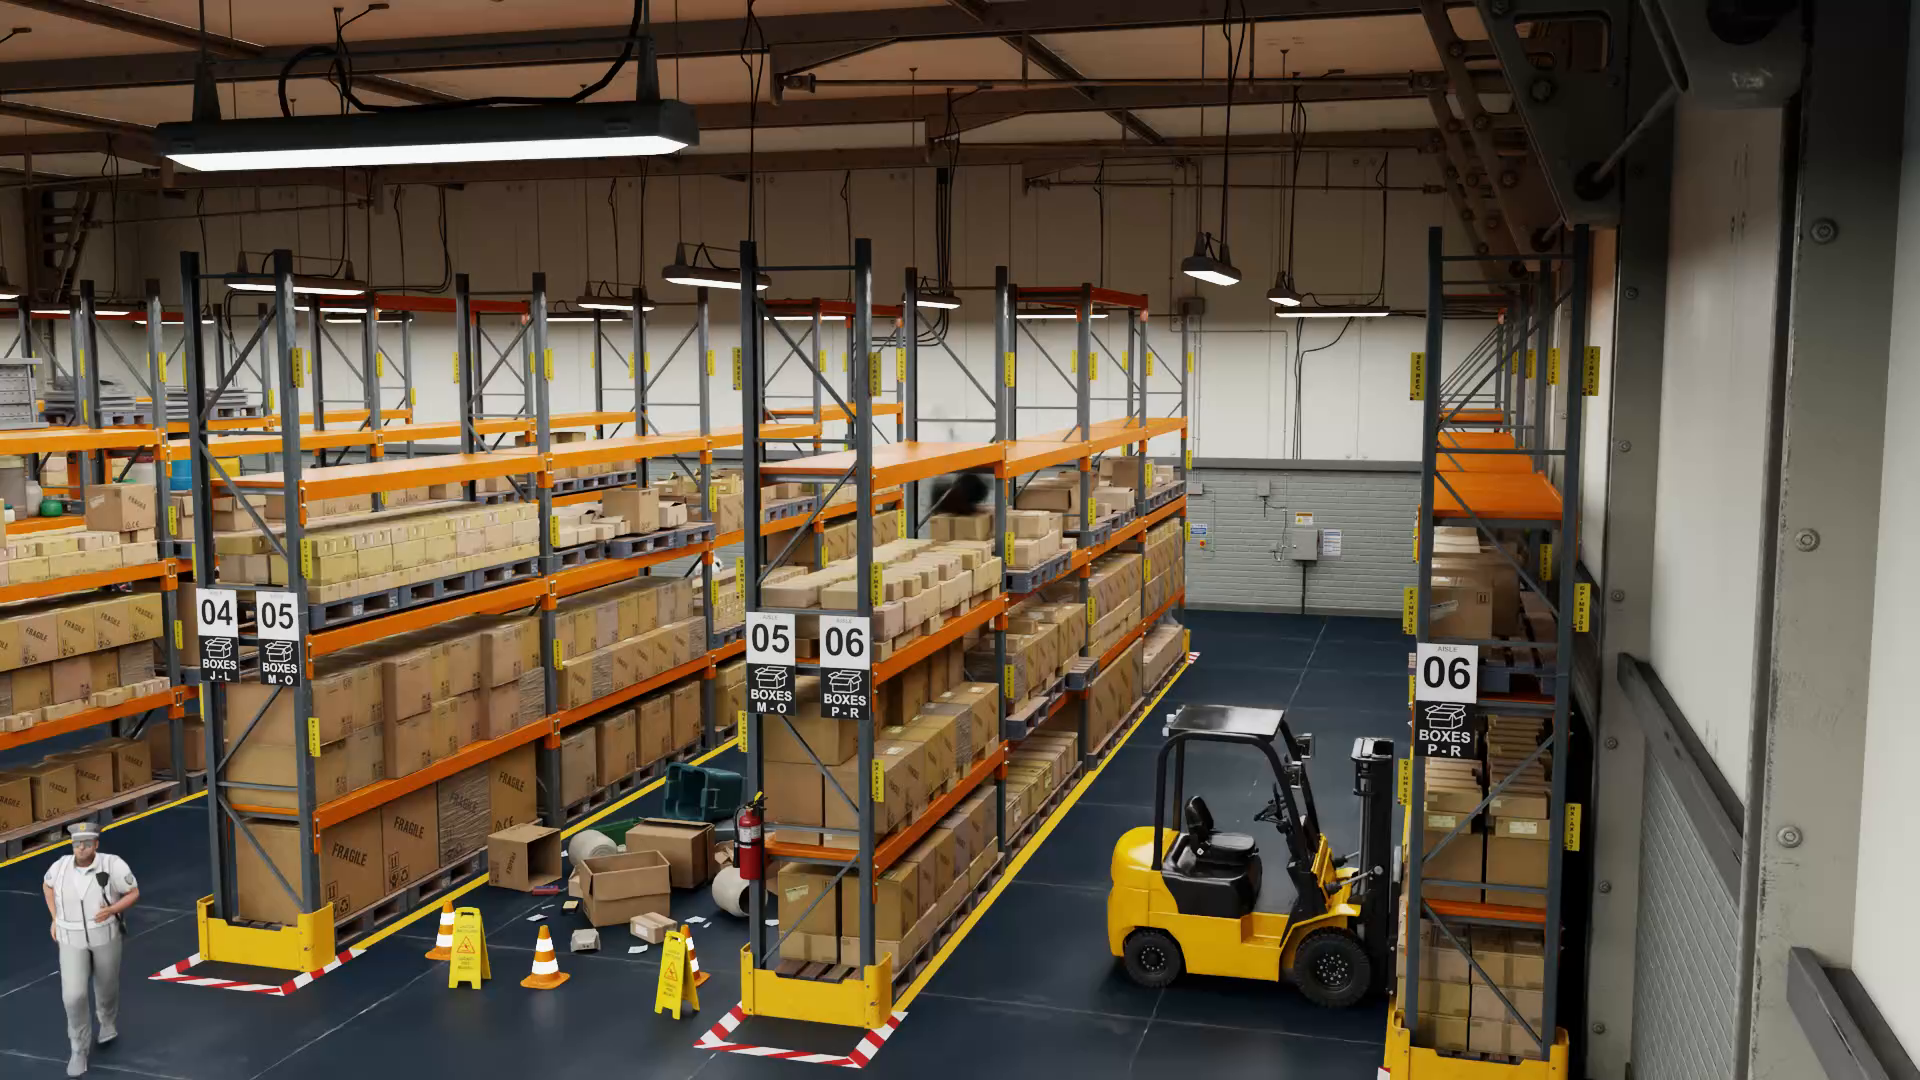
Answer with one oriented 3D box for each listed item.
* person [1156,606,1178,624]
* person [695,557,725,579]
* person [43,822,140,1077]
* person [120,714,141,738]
[{"bbox_3d":[3.643,1.062,29.399,0.732,1.703,0.625,5,8,35],"label":"person"},{"bbox_3d":[-4.652,0.898,31.285,0.687,1.570,0.567,-3,7,-28],"label":"person"},{"bbox_3d":[-6.352,2.945,12.191,0.643,1.854,0.801,-3,7,-24],"label":"person"},{"bbox_3d":[-11.065,1.923,21.986,0.490,1.644,0.777,1,6,7],"label":"person"}]
